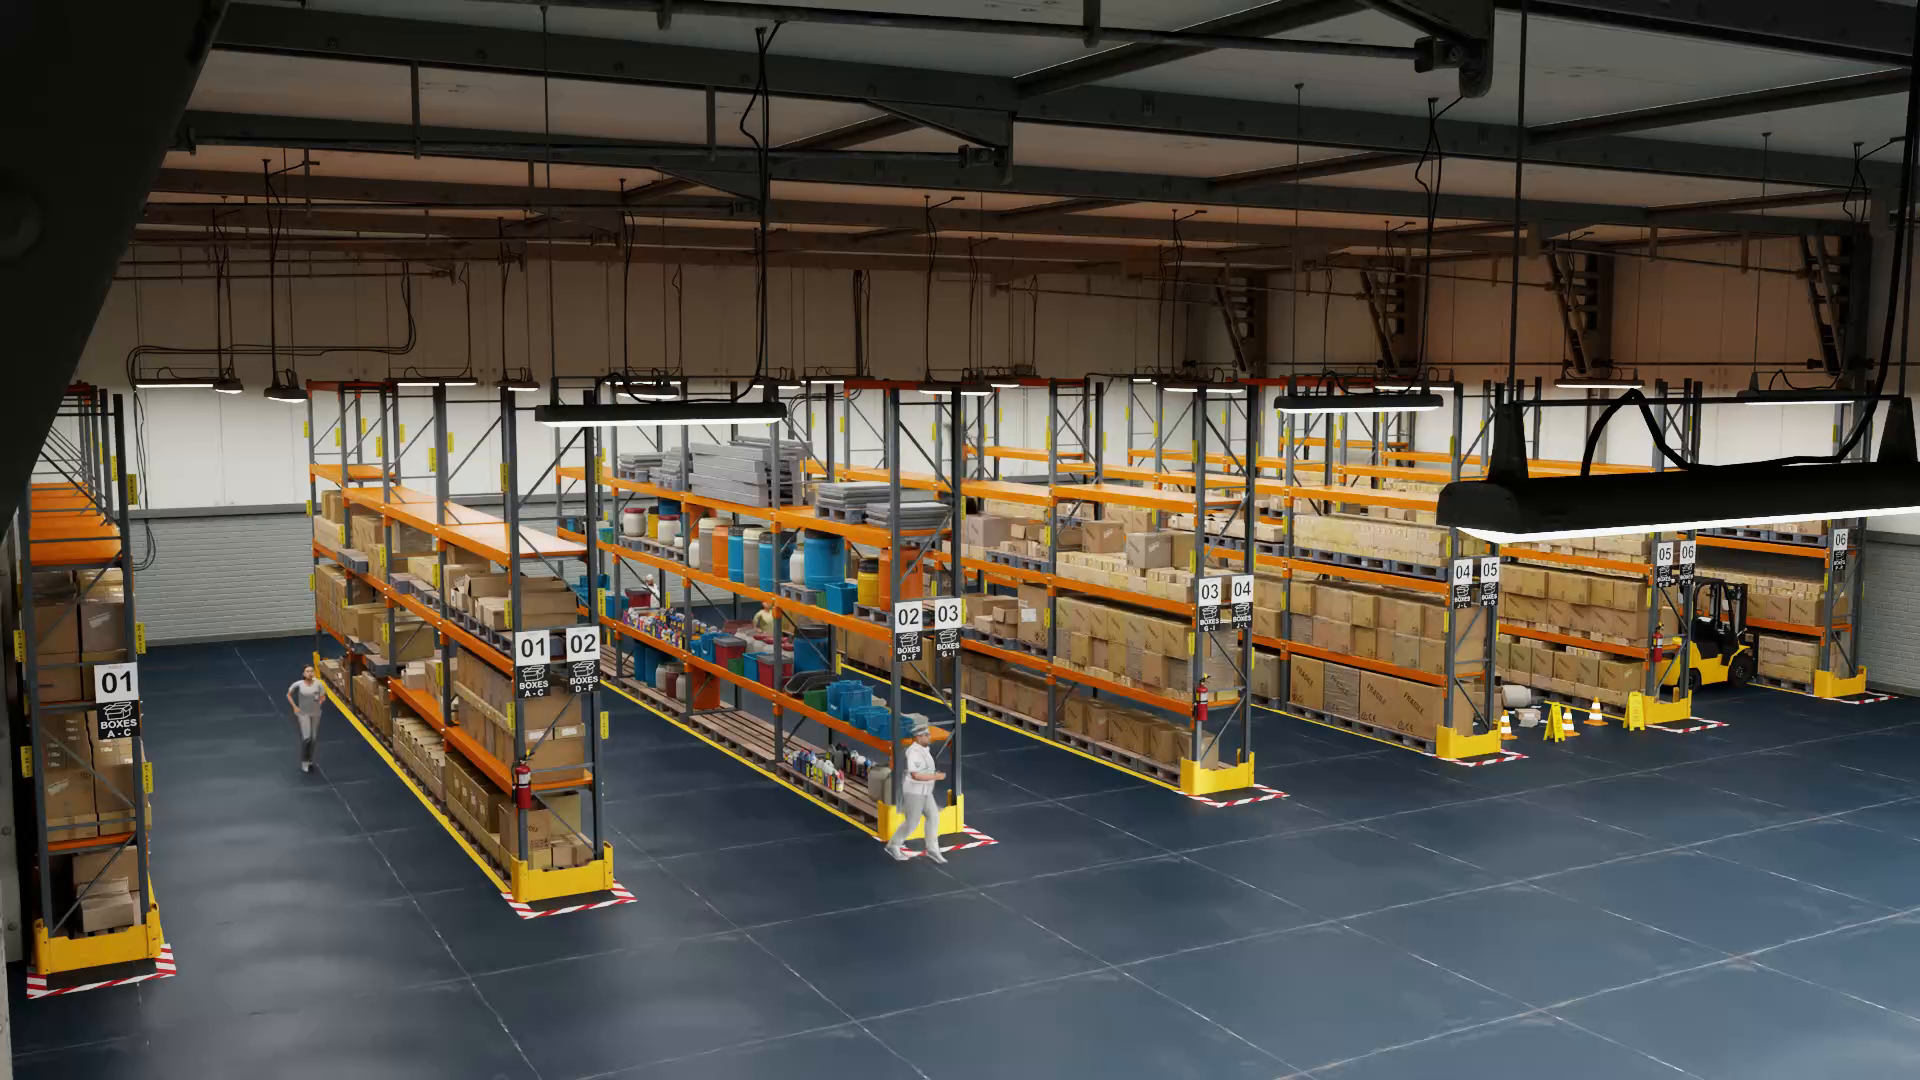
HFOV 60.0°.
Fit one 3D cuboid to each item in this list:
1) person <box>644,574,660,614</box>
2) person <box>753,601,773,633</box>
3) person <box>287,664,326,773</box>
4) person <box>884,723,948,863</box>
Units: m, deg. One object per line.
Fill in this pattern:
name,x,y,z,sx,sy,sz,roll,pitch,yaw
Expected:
person,-6.826,1.578,37.013,0.827,1.662,0.656,3,7,28
person,-3.651,1.882,31.630,0.582,1.624,0.529,-4,7,-35
person,-10.125,2.777,25.866,0.540,1.652,0.697,-4,8,-36
person,-0.552,3.223,21.065,0.800,1.850,0.677,1,6,12
